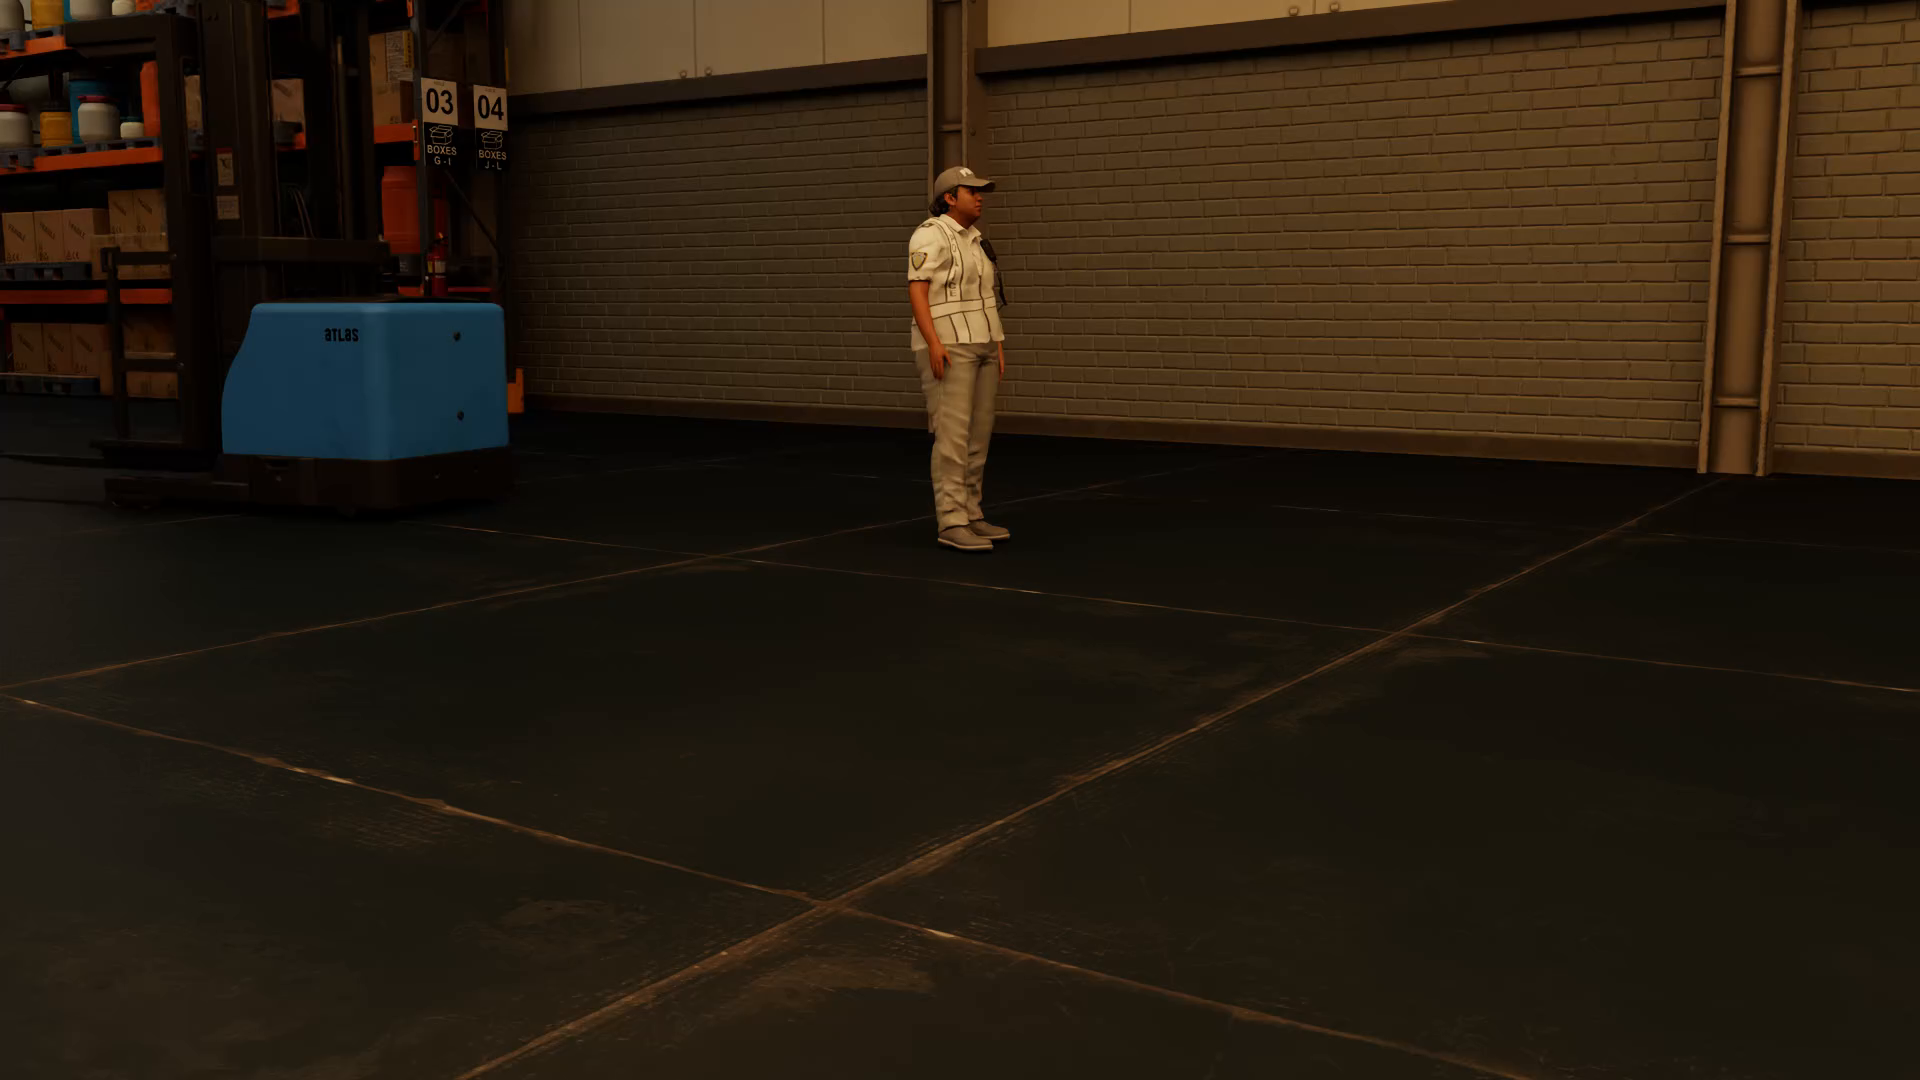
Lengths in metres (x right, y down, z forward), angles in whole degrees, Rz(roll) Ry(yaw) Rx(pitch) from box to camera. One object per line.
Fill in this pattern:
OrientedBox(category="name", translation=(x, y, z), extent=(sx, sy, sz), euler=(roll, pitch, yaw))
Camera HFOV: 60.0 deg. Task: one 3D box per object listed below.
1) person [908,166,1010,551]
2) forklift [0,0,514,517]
OrientedBox(category="person", translation=(0.051, -0.823, 7.424), extent=(0.529, 1.670, 0.598), euler=(5, 10, 34))
OrientedBox(category="forklift", translation=(-3.985, -1.677, 8.989), extent=(3.031, 2.935, 1.130), euler=(3, 9, 23))
